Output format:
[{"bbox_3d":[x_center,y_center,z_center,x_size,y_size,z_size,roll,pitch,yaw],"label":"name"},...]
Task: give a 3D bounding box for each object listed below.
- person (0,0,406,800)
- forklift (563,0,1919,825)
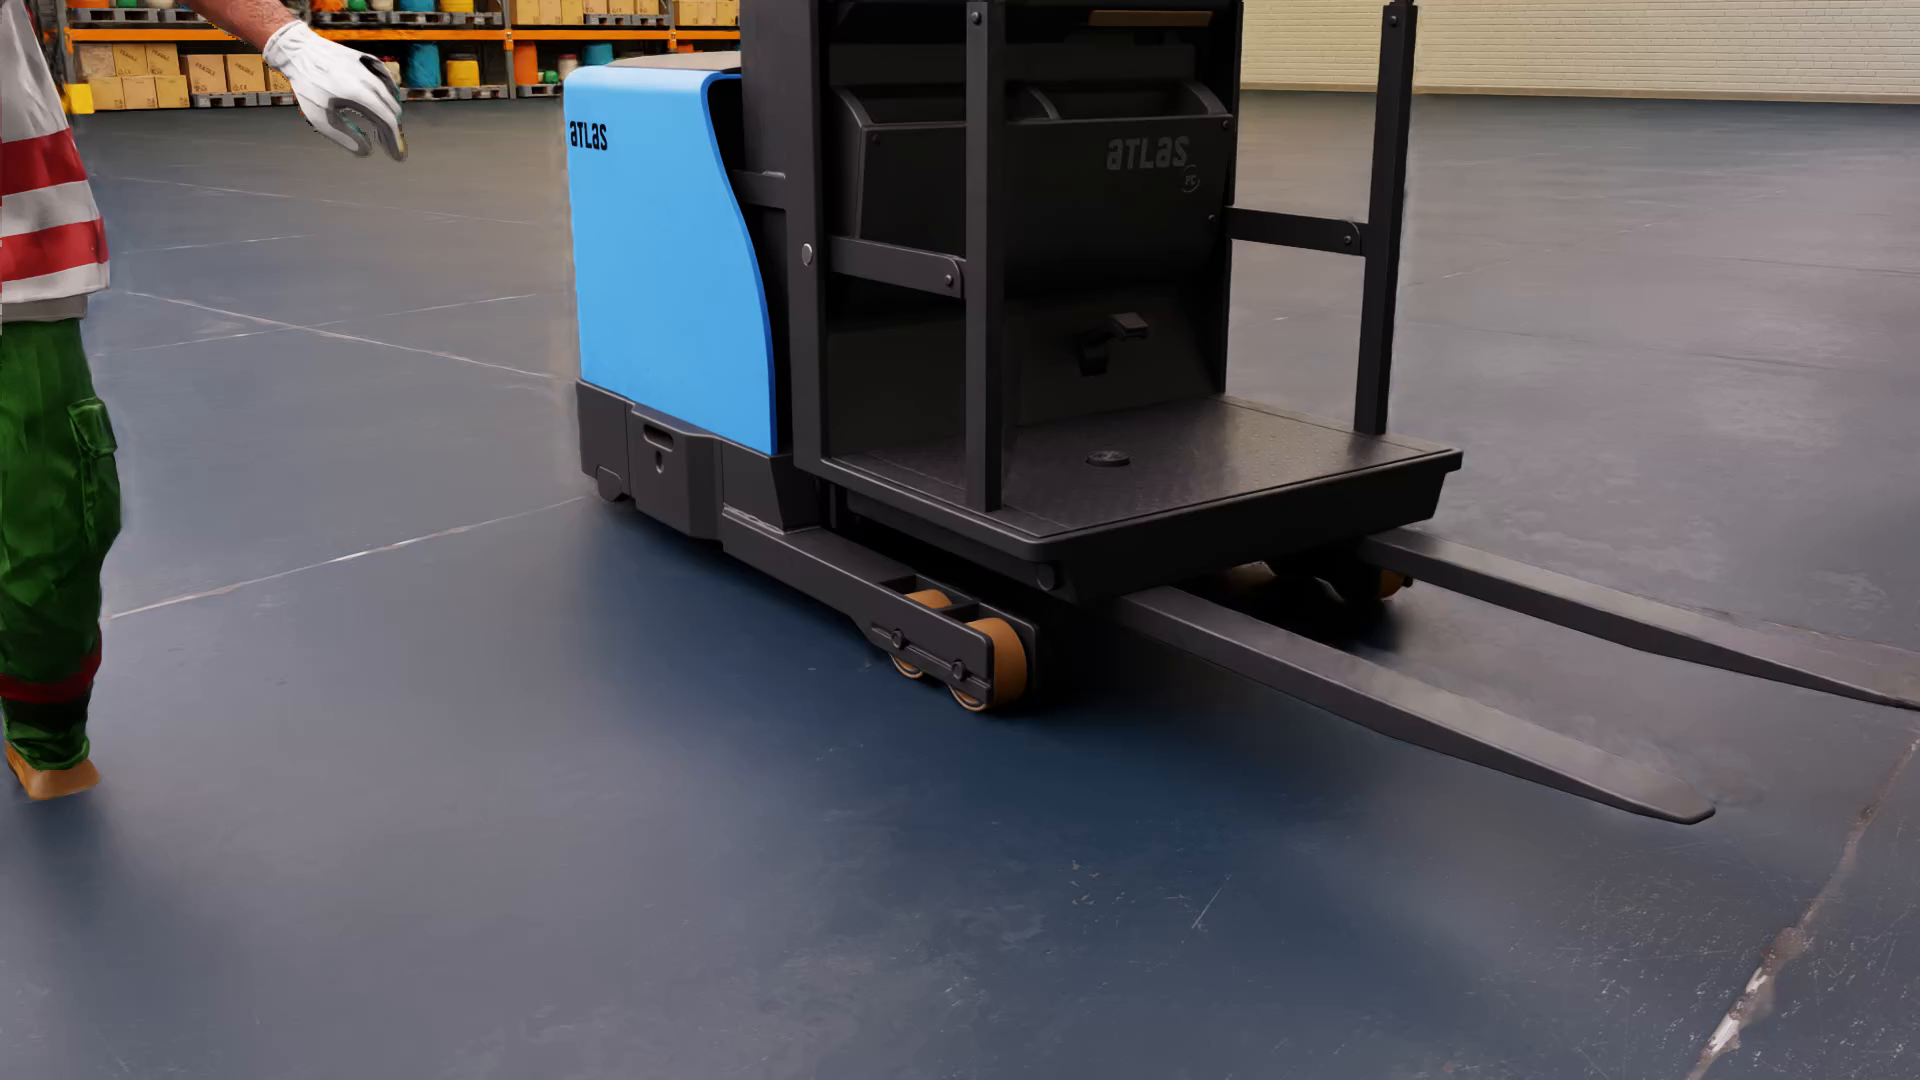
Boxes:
[{"bbox_3d":[-1.336,-0.296,2.259,1.212,1.690,0.621,1,17,2],"label":"person"},{"bbox_3d":[0.288,-1.258,3.040,1.130,2.935,3.031,-12,20,-34],"label":"forklift"}]
